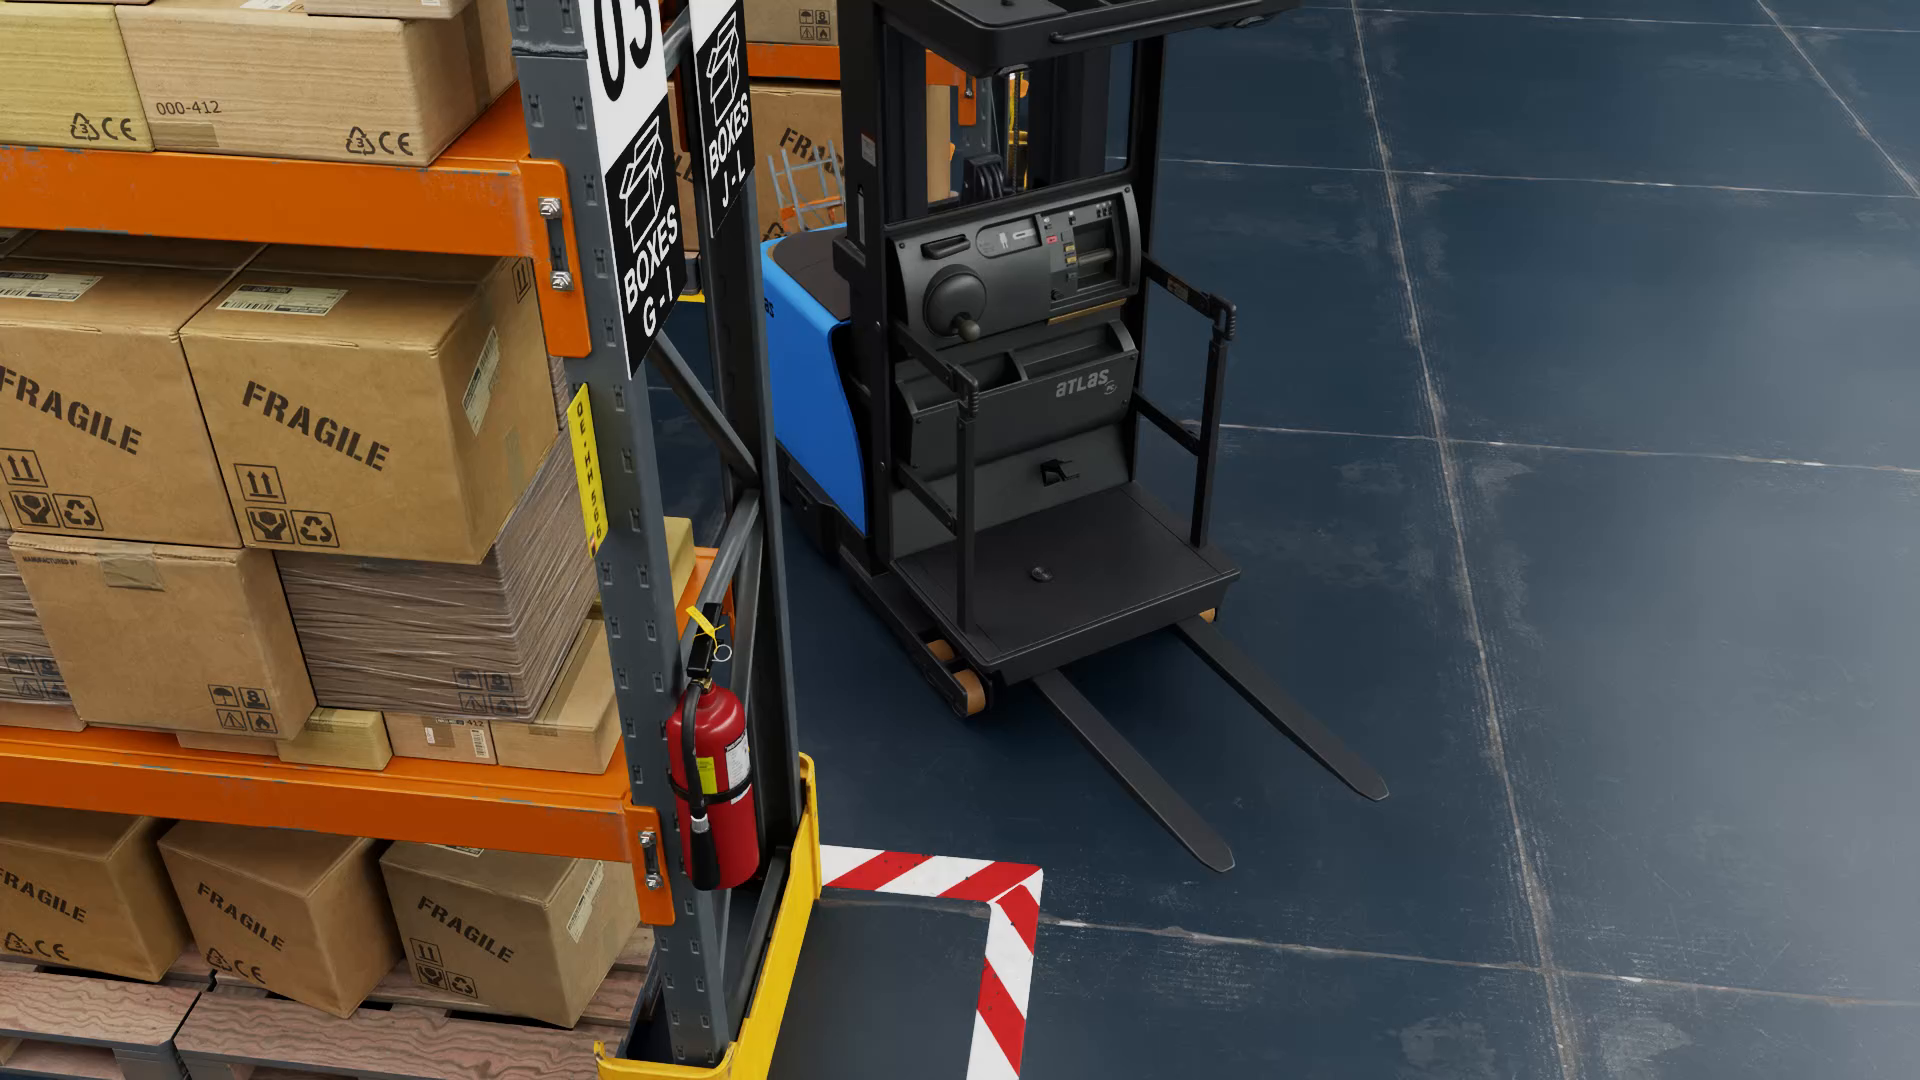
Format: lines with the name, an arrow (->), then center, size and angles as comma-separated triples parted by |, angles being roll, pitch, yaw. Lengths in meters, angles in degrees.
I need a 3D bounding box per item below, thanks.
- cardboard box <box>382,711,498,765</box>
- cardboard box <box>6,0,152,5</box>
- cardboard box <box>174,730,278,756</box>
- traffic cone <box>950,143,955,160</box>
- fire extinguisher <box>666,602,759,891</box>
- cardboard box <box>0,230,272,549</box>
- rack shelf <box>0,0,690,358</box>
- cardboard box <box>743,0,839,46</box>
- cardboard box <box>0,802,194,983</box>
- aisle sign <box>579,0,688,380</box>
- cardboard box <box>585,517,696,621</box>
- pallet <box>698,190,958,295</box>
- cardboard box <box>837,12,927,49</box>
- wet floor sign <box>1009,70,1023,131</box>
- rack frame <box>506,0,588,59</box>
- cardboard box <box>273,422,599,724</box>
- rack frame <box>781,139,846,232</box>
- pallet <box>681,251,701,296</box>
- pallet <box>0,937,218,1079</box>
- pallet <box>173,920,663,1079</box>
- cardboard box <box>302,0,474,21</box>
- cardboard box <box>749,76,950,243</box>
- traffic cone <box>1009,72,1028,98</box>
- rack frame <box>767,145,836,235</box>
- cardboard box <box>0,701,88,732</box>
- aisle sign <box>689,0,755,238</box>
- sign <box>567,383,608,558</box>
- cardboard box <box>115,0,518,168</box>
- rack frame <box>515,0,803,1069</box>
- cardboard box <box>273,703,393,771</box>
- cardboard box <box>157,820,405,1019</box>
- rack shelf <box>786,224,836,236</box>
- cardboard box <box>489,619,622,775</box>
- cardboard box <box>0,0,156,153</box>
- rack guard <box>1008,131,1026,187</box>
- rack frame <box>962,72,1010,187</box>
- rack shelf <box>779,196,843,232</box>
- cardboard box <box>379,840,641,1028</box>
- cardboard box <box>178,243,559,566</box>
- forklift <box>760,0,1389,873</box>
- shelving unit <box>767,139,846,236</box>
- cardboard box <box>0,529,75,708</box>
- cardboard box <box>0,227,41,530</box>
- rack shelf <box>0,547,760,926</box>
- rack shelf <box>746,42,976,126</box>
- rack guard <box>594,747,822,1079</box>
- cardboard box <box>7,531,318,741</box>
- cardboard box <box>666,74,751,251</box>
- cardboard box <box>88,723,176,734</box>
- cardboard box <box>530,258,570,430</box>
cardboard box -> -1.153, 0.338, 3.910 | 0.250, 0.149, 0.380 | 4, 36, 6
cardboard box -> -1.440, -1.050, 2.843 | 0.250, 0.149, 0.380 | 3, 36, 4
cardboard box -> -1.653, 0.322, 3.933 | 0.250, 0.149, 0.380 | 4, 36, 6
traffic cone -> -0.210, -2.518, 9.880 | 0.334, 0.463, 0.336 | 4, 36, 6
fire extinguisher -> -0.541, 0.462, 3.587 | 0.183, 0.674, 0.296 | 4, 36, 6
cardboard box -> -1.670, -0.344, 3.447 | 0.500, 0.500, 0.500 | 4, 36, 6
rack shelf -> -2.580, -0.919, 3.493 | 4.000, 0.370, 1.077 | 4, 36, 6
cardboard box -> -0.786, -2.784, 7.940 | 0.550, 0.550, 0.875 | 4, 36, 6
cardboard box -> -2.429, 0.866, 4.745 | 0.500, 0.500, 0.500 | 7, 36, 10
aisle sign -> -0.573, -0.724, 2.944 | 0.004, 0.787, 0.394 | 4, 36, 6
cardboard box -> -0.848, 0.101, 4.243 | 0.250, 0.149, 0.380 | 4, 36, 6
pallet -> -0.667, -1.573, 8.772 | 1.213, 0.211, 1.003 | 4, 36, 6
cardboard box -> -0.238, -2.756, 7.900 | 0.550, 0.550, 0.875 | 4, 36, 6
wet floor sign -> 0.417, -2.874, 10.221 | 0.232, 0.644, 0.267 | -2, 36, -2
rack frame -> -0.596, -2.285, 2.205 | 0.127, 3.000, 1.000 | 4, 36, 6
cardboard box -> -1.138, -0.061, 3.912 | 0.500, 0.500, 0.875 | 4, 36, 6
rack frame -> -0.526, -1.127, 7.262 | 0.240, 1.200, 0.006 | -18, 12, -23
pallet -> -1.874, -1.664, 8.900 | 1.213, 0.211, 1.003 | 4, 36, 6
pallet -> -2.679, 1.114, 5.007 | 1.213, 0.211, 1.003 | 4, 36, 6
pallet -> -1.473, 1.206, 4.879 | 1.213, 0.211, 1.003 | 4, 36, 6
cardboard box -> -0.911, -1.006, 2.781 | 0.250, 0.149, 0.380 | 4, 36, 6
cardboard box -> -0.545, -2.012, 8.454 | 0.875, 0.875, 0.875 | 4, 36, 6
traffic cone -> 0.271, -3.144, 10.757 | 0.334, 0.463, 0.336 | 4, 36, 6
rack frame -> -0.605, -1.140, 7.427 | 0.240, 1.200, 0.006 | -18, 12, -23
cardboard box -> -2.147, 0.274, 4.000 | 0.250, 0.149, 0.380 | 4, 36, 6
aisle sign -> -0.496, -1.070, 3.429 | 0.004, 0.787, 0.394 | 4, 36, 6
sign -> -0.687, -0.125, 3.074 | 0.005, 0.325, 0.100 | 4, 36, 6
cardboard box -> -1.107, -0.892, 2.965 | 0.500, 0.250, 0.500 | 5, 36, 7
rack frame -> -0.596, 0.157, 3.948 | 0.127, 3.000, 1.000 | 4, 36, 6
cardboard box -> -1.407, 0.349, 3.895 | 0.250, 0.149, 0.380 | 4, 36, 6
cardboard box -> -1.811, 0.923, 4.665 | 0.500, 0.500, 0.500 | 14, 38, 18
rack shelf -> -0.610, -1.321, 7.309 | 0.258, 0.103, 0.180 | -18, 12, -23
cardboard box -> -0.905, 0.357, 3.884 | 0.250, 0.149, 0.380 | 4, 36, 6
cardboard box -> -1.602, -0.928, 3.015 | 0.500, 0.250, 0.500 | 4, 36, 6
rack guard -> 0.160, -1.674, 8.666 | 0.348, 0.500, 1.175 | 4, 36, 6
rack frame -> 0.136, -2.694, 7.942 | 0.127, 3.000, 1.000 | 4, 36, 6
rack shelf -> -0.637, -1.436, 7.286 | 0.258, 0.103, 0.180 | -18, 12, -23
cardboard box -> -1.213, 0.948, 4.630 | 0.500, 0.500, 0.500 | 11, 37, 15
cardboard box -> -1.173, -0.310, 3.400 | 0.500, 0.500, 0.500 | 4, 36, 6
forklift -> 0.314, -0.875, 5.453 | 1.130, 2.935, 3.031 | -18, 39, -24
shelving unit -> -0.566, -1.134, 7.345 | 0.258, 1.200, 0.189 | -18, 12, -23
cardboard box -> -2.140, -0.091, 3.953 | 0.500, 0.500, 0.875 | 4, 36, 6
cardboard box -> -2.165, -0.382, 3.501 | 0.500, 0.500, 0.500 | 4, 36, 6
rack shelf -> -2.580, 0.302, 4.364 | 4.000, 0.370, 1.077 | 4, 36, 6
rack shelf -> -1.848, -2.549, 8.358 | 4.000, 0.370, 1.077 | 4, 36, 6
rack guard -> -0.671, 1.169, 4.682 | 0.348, 0.500, 1.175 | 4, 36, 6
cardboard box -> -1.649, -0.029, 3.867 | 0.500, 0.500, 0.875 | 4, 36, 6
cardboard box -> -1.418, -2.076, 8.544 | 0.875, 0.875, 0.875 | 4, 36, 5
cardboard box -> -1.896, 0.280, 3.992 | 0.250, 0.149, 0.380 | 4, 36, 6
cardboard box -> -1.107, -0.610, 3.819 | 0.500, 0.500, 0.500 | 4, 36, 6
